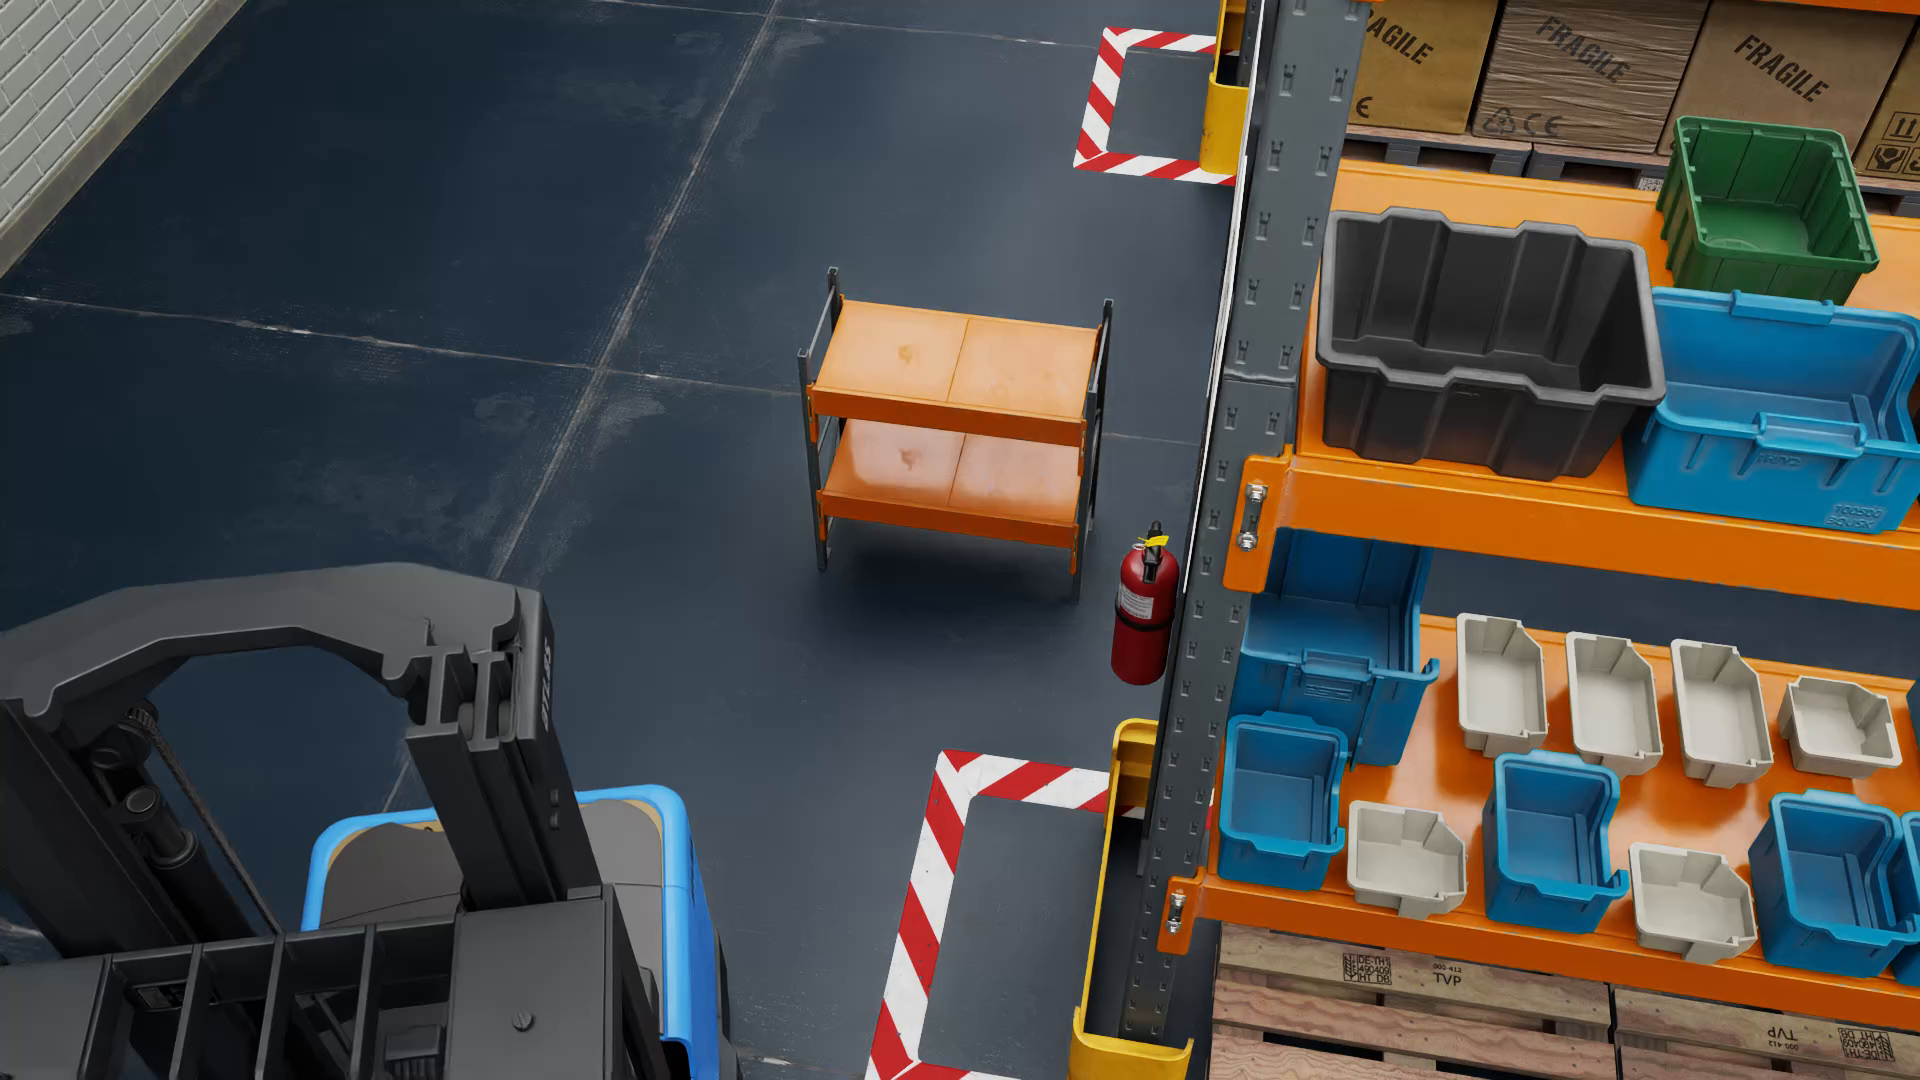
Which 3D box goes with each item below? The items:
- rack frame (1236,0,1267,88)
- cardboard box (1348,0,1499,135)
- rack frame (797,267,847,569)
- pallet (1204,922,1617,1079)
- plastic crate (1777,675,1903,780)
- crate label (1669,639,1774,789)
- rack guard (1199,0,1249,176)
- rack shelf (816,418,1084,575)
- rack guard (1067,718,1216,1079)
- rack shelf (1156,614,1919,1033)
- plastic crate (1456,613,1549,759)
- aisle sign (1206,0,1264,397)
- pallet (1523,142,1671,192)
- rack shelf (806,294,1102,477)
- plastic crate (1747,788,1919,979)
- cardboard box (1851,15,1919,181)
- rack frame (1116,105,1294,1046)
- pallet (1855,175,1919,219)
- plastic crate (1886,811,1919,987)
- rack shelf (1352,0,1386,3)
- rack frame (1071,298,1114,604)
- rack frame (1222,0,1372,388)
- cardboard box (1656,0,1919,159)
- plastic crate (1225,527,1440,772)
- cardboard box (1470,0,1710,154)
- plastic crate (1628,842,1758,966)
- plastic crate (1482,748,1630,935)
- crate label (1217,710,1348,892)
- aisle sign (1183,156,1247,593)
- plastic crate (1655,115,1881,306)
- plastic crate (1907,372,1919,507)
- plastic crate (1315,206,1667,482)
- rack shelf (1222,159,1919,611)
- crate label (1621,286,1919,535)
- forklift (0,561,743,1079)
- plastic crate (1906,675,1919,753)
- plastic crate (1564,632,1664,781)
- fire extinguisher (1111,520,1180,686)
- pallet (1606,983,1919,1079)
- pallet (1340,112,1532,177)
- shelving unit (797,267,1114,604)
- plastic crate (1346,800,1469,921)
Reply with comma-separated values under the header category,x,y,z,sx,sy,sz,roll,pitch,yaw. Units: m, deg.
category,x,y,z,sx,sy,sz,roll,pitch,yaw
rack frame,1.497,-3.265,7.639,0.127,3.000,1.000,8,49,7
cardboard box,2.141,-2.669,8.250,0.875,0.875,0.875,8,49,7
rack frame,-0.507,-0.444,6.365,0.032,1.125,0.500,8,49,7
pallet,1.420,1.430,5.295,1.213,0.211,1.003,8,49,7
plastic crate,2.306,0.498,4.395,0.250,0.136,0.298,8,49,7
crate label,2.011,0.472,4.418,0.243,0.136,0.396,8,49,7
rack guard,1.473,-2.432,8.571,0.348,0.500,1.175,8,49,7
rack shelf,-0.007,-0.213,6.486,1.000,0.278,0.538,8,49,7
rack guard,0.590,1.203,5.305,0.348,0.500,1.175,8,49,7
rack shelf,2.584,0.866,4.411,4.000,0.370,1.077,8,49,7
plastic crate,1.450,0.404,4.479,0.243,0.136,0.396,8,49,7
aisle sign,0.597,-0.732,3.615,0.004,0.787,0.394,8,49,7
pallet,3.494,-2.121,8.486,1.213,0.211,1.003,8,49,7
rack shelf,-0.007,-0.572,6.087,1.000,0.278,0.538,8,49,7
plastic crate,2.096,0.844,4.019,0.300,0.233,0.416,8,49,7
cardboard box,4.798,-2.312,7.929,0.875,0.875,0.875,8,49,7
rack frame,0.616,0.361,4.381,0.127,3.000,1.000,8,49,7
pallet,4.698,-1.961,8.342,1.213,0.211,1.003,8,49,7
plastic crate,2.391,0.884,3.983,0.300,0.233,0.416,8,49,7
rack shelf,2.584,-1.006,2.328,4.000,0.370,1.077,8,49,7
rack frame,0.494,-0.310,6.244,0.032,1.125,0.500,8,49,7
rack frame,0.616,-1.644,2.150,0.127,3.000,1.000,8,49,7
cardboard box,3.912,-2.431,8.036,0.875,0.875,0.875,8,49,7
plastic crate,0.978,0.236,4.429,0.499,0.435,0.616,8,49,7
cardboard box,3.036,-2.548,8.141,0.875,0.875,0.875,8,49,7
plastic crate,1.769,0.895,4.038,0.298,0.136,0.250,8,49,7
plastic crate,1.448,0.757,4.097,0.300,0.233,0.416,8,49,7
crate label,0.800,0.670,4.175,0.303,0.233,0.416,8,49,7
aisle sign,0.492,-0.300,3.227,0.004,0.787,0.394,8,49,7
plastic crate,1.637,-0.650,3.415,0.336,0.188,0.450,8,49,7
plastic crate,2.070,-0.218,2.926,0.767,0.338,0.504,8,49,7
plastic crate,0.945,-0.343,3.085,0.590,0.269,0.497,8,49,7
rack shelf,2.584,-0.137,3.295,4.000,0.370,1.077,8,49,7
crate label,1.466,-0.234,2.999,0.502,0.251,0.408,8,49,7
forklift,-1.089,1.553,3.356,1.130,2.935,3.031,-6,48,-5
plastic crate,2.682,0.481,4.346,0.300,0.233,0.416,8,49,7
plastic crate,1.733,0.453,4.435,0.243,0.136,0.396,8,49,7
fire extinguisher,0.548,0.159,4.866,0.183,0.674,0.296,8,49,7
pallet,2.617,1.593,5.148,1.213,0.211,1.003,8,49,7
pallet,2.297,-2.284,8.633,1.213,0.211,1.003,8,49,7
shelving unit,-0.007,-0.377,6.304,1.048,1.125,0.538,8,49,7
plastic crate,1.101,0.806,4.119,0.298,0.136,0.250,8,49,7
